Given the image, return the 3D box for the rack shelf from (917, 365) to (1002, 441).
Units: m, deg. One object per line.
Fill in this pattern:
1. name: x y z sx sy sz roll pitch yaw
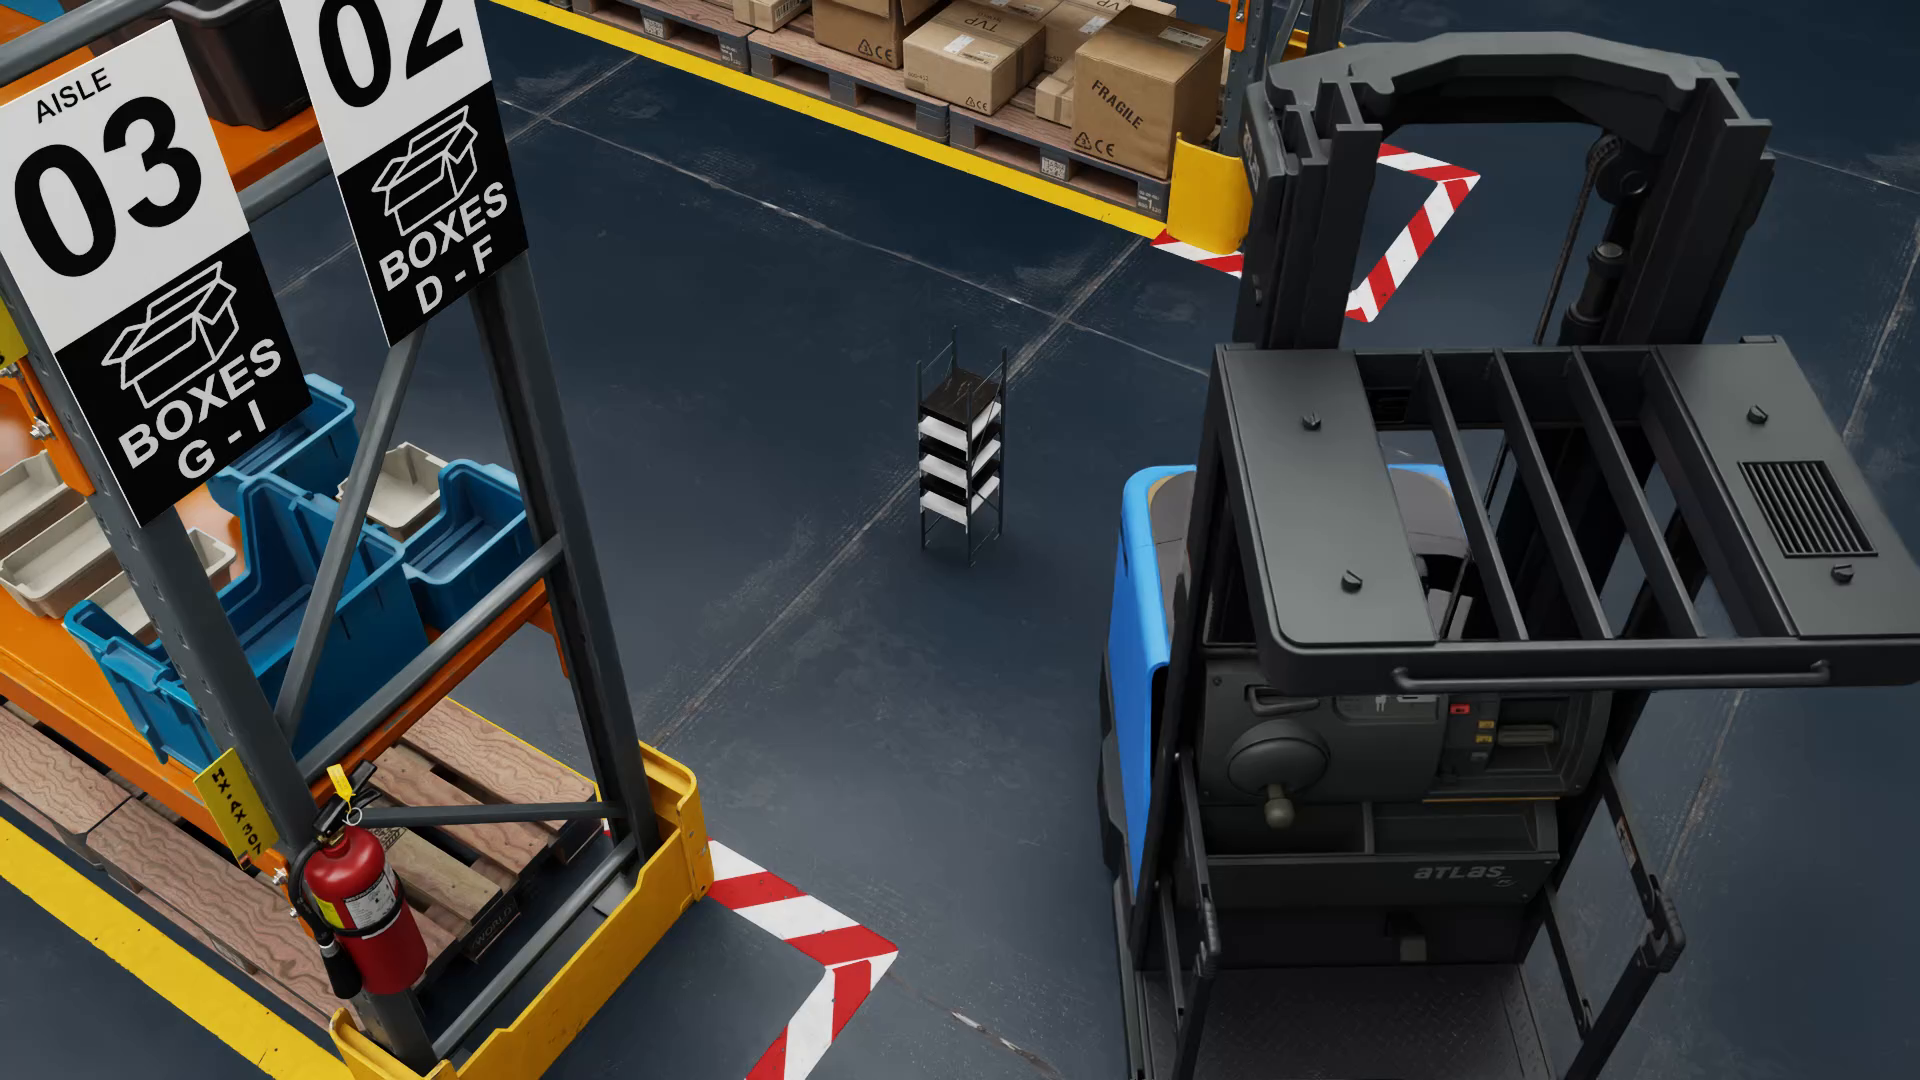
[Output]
1. rack shelf: 0.007 -0.475 5.754 0.200 0.077 0.258 25 51 22

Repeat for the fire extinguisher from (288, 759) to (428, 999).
1. fire extinguisher: -1.351 0.776 3.718 0.183 0.674 0.296 25 51 22

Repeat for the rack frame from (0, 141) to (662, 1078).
1. rack frame: -1.233 0.287 3.880 0.127 3.000 1.000 25 51 22

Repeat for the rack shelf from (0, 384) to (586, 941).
1. rack shelf: -2.917 -0.237 4.890 4.000 0.370 1.077 25 51 22

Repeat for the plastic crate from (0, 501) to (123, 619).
1. plastic crate: -2.253 0.030 4.271 0.243 0.136 0.396 25 51 22

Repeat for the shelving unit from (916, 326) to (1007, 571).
1. shelving unit: 0.007 -0.310 5.924 0.210 0.900 0.258 25 51 22

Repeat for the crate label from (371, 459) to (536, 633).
1. crate label: -1.263 0.030 4.204 0.303 0.233 0.416 25 51 22

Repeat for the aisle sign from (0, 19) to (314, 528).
1. aisle sign: -1.331 -0.415 2.749 0.004 0.787 0.394 25 51 22

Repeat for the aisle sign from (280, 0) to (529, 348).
1. aisle sign: -1.012 -0.771 3.095 0.004 0.787 0.394 25 51 22

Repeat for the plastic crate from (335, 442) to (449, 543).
1. plastic crate: -1.488 -0.111 4.408 0.298 0.136 0.250 25 51 22

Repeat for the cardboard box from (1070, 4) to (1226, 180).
1. cardboard box: 0.854 -2.046 7.583 0.500 0.500 0.500 25 51 22

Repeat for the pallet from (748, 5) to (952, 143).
1. pallet: -0.314 -2.541 8.572 1.213 0.211 1.003 25 51 22

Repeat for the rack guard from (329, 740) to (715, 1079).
1. rack guard: -1.206 1.159 4.775 0.348 0.500 1.175 25 51 22

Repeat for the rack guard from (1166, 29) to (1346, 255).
1. rack guard: 1.380 -1.860 7.709 0.348 0.500 1.175 25 51 22

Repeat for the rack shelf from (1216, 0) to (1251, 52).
1. rack shelf: -0.239 -3.226 7.795 4.000 0.370 1.077 25 51 22

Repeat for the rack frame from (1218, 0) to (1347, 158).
1. rack frame: 1.444 -2.702 6.784 0.127 3.000 1.000 25 51 22

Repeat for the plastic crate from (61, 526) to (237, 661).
1. plastic crate: -2.017 0.151 4.153 0.243 0.136 0.396 25 51 22

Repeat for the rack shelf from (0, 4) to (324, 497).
1. rack shelf: -2.917 -1.282 3.815 4.000 0.370 1.077 25 51 22

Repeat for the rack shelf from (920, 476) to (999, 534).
1. rack shelf: 0.007 -0.162 6.077 0.200 0.077 0.258 25 51 22

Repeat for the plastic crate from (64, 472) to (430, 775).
1. plastic crate: -1.616 0.237 3.862 0.499 0.435 0.616 25 51 22

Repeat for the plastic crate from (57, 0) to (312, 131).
1. plastic crate: -1.407 -1.030 3.159 0.590 0.269 0.497 25 51 22

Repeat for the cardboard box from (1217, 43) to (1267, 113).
1. cardboard box: 1.277 -2.231 8.008 0.250 0.149 0.380 25 51 22

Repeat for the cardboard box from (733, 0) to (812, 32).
1. cardboard box: -0.953 -2.795 8.543 0.250 0.166 0.380 25 51 22

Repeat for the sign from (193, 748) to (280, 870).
1. sign: -1.516 0.568 3.493 0.005 0.325 0.100 25 51 22

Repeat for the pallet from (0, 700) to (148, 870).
1. pallet: -2.929 0.443 5.672 1.213 0.211 1.003 25 51 22

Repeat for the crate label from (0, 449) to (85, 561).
1. crate label: -2.501 -0.063 4.361 0.243 0.136 0.396 25 51 22

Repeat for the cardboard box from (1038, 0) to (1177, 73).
1. cardboard box: 0.719 -2.473 8.172 0.500 0.250 0.500 25 51 22

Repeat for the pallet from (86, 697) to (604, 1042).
1. pallet: -1.906 0.916 5.213 1.213 0.211 1.003 25 51 22

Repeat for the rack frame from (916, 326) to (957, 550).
1. rack frame: -0.079 -0.350 5.962 0.006 0.900 0.240 25 51 22

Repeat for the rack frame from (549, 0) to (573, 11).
1. rack frame: -1.923 -4.251 8.289 0.127 3.000 1.000 25 51 22

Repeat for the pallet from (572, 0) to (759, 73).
1. pallet: -1.345 -3.012 9.030 1.213 0.211 1.003 25 51 22

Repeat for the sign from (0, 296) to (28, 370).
1. sign: -1.516 -0.384 2.513 0.005 0.325 0.100 25 51 22

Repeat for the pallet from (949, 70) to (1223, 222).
1. pallet: 0.709 -2.068 8.112 1.213 0.211 1.003 25 51 22

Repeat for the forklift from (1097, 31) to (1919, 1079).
1. forklift: 1.028 0.554 3.668 1.130 2.935 3.031 -1 46 -1

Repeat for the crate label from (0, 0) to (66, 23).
1. crate label: -1.835 -1.259 3.394 0.502 0.251 0.408 25 51 22

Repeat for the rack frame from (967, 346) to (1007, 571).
1. rack frame: 0.092 -0.271 5.886 0.006 0.900 0.240 25 51 22

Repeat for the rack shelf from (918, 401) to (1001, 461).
1. rack shelf: 0.007 -0.413 5.819 0.200 0.077 0.258 25 51 22

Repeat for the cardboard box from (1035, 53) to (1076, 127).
1. cardboard box: 0.561 -2.141 7.908 0.250 0.166 0.380 25 51 22

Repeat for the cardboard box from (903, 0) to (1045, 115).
1. cardboard box: 0.070 -2.345 8.048 0.500 0.250 0.500 25 51 22

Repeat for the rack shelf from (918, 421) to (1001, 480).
1. rack shelf: 0.007 -0.350 5.884 0.200 0.077 0.258 25 51 22

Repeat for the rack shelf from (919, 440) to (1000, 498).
1. rack shelf: 0.007 -0.287 5.948 0.200 0.077 0.258 25 51 22

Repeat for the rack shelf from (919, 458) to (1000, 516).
1. rack shelf: 0.007 -0.225 6.013 0.200 0.077 0.258 25 51 22

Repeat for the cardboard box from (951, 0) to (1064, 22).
1. cardboard box: 0.298 -2.666 8.360 0.500 0.250 0.500 25 51 22

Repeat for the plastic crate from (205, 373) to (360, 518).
1. plastic crate: -1.817 -0.225 4.452 0.300 0.233 0.416 25 51 22

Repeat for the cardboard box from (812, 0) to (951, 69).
1. cardboard box: -0.339 -2.810 8.323 0.637 0.503 0.797 25 51 22
